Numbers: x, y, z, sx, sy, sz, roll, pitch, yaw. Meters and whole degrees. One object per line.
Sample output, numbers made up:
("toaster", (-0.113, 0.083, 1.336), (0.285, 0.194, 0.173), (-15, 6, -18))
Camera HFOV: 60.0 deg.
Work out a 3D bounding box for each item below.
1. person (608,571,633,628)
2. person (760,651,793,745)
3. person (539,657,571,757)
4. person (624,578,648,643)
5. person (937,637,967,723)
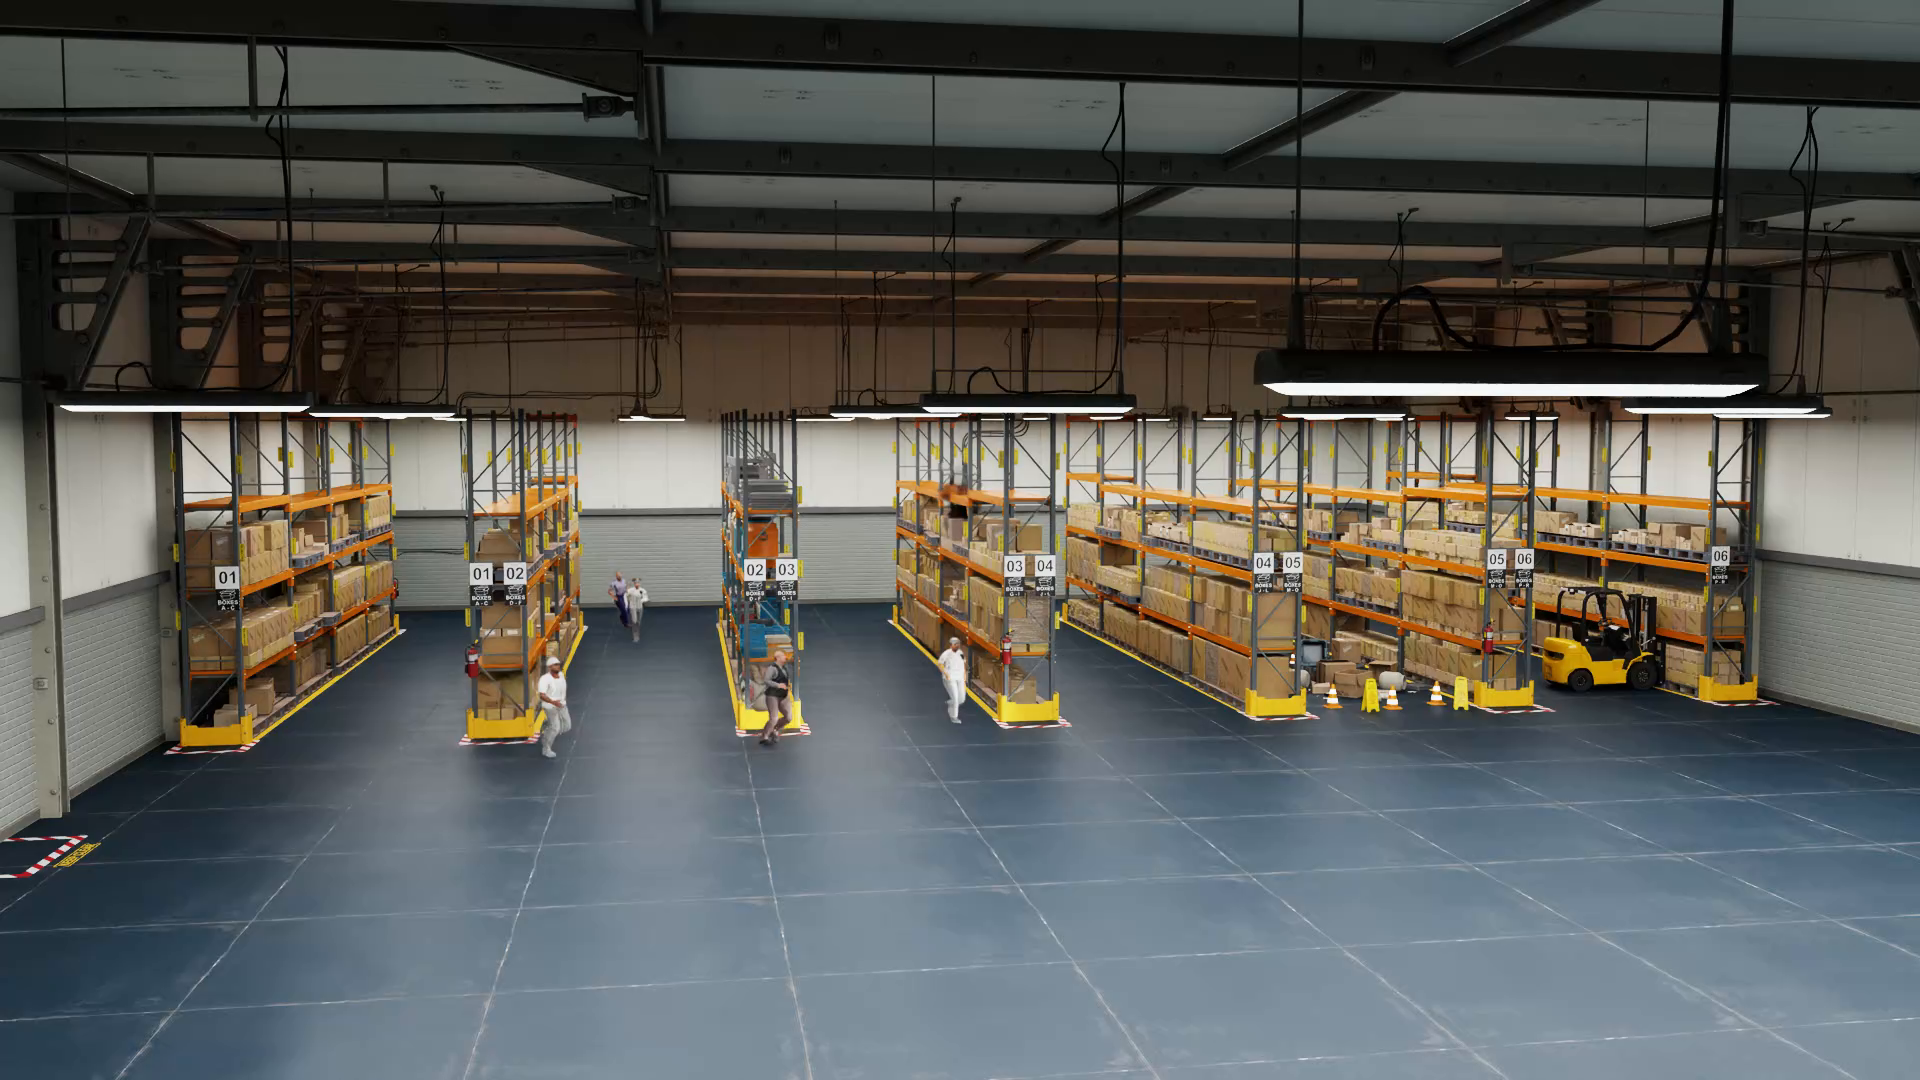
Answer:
("person", (-9.560, 1.667, 46.786), (0.655, 1.591, 0.622), (-3, 5, -41))
("person", (-3.216, 2.821, 29.677), (0.601, 1.678, 0.655), (3, 5, 32))
("person", (-6.965, 2.867, 28.661), (0.646, 1.721, 0.727), (2, 5, 29))
("person", (-8.483, 1.842, 43.628), (0.573, 1.738, 0.812), (-2, 4, -24))
("person", (-0.158, 2.677, 32.047), (0.625, 1.629, 0.613), (-2, 5, -30))
